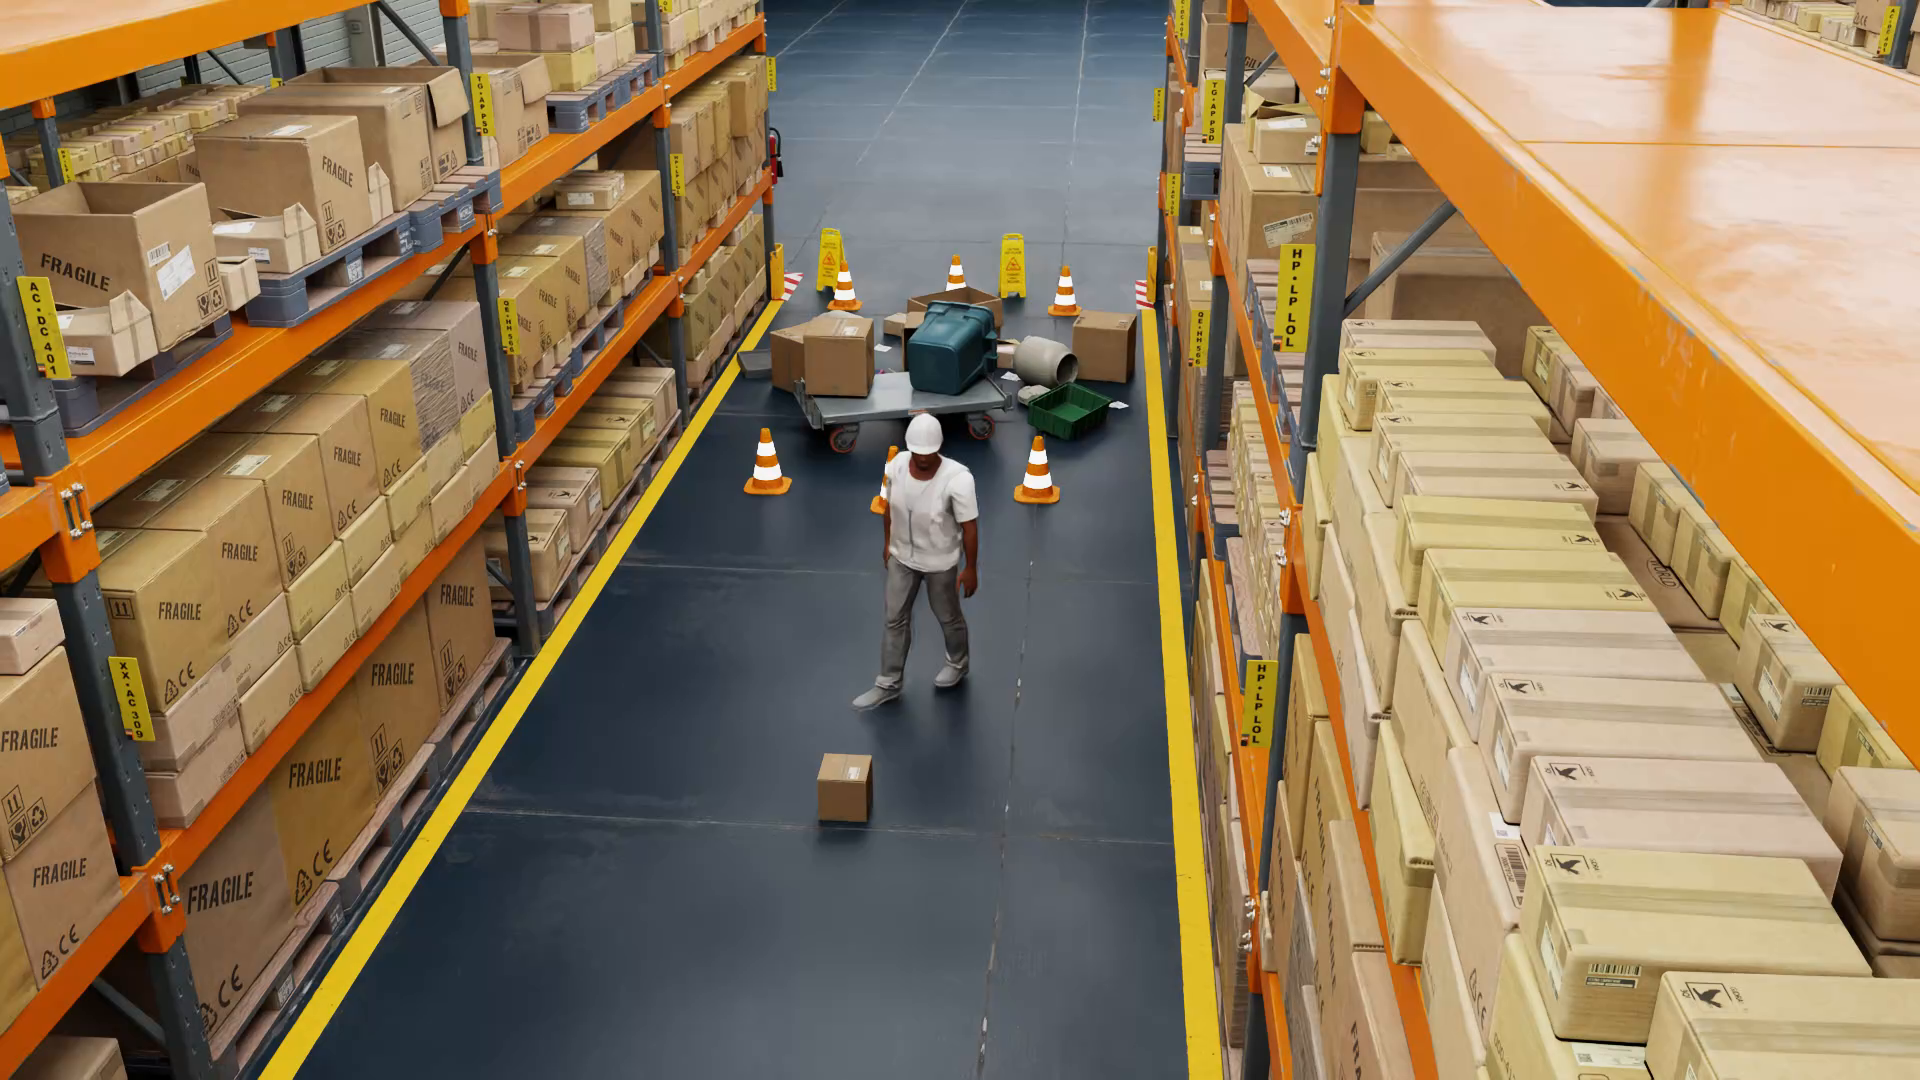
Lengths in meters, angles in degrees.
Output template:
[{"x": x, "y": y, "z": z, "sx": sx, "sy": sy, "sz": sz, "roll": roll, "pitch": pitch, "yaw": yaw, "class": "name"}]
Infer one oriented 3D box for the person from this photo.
[{"x": -0.229, "y": 0.120, "z": 9.293, "sx": 0.643, "sy": 1.740, "sz": 0.822, "roll": 12, "pitch": 27, "yaw": 25, "class": "person"}]
